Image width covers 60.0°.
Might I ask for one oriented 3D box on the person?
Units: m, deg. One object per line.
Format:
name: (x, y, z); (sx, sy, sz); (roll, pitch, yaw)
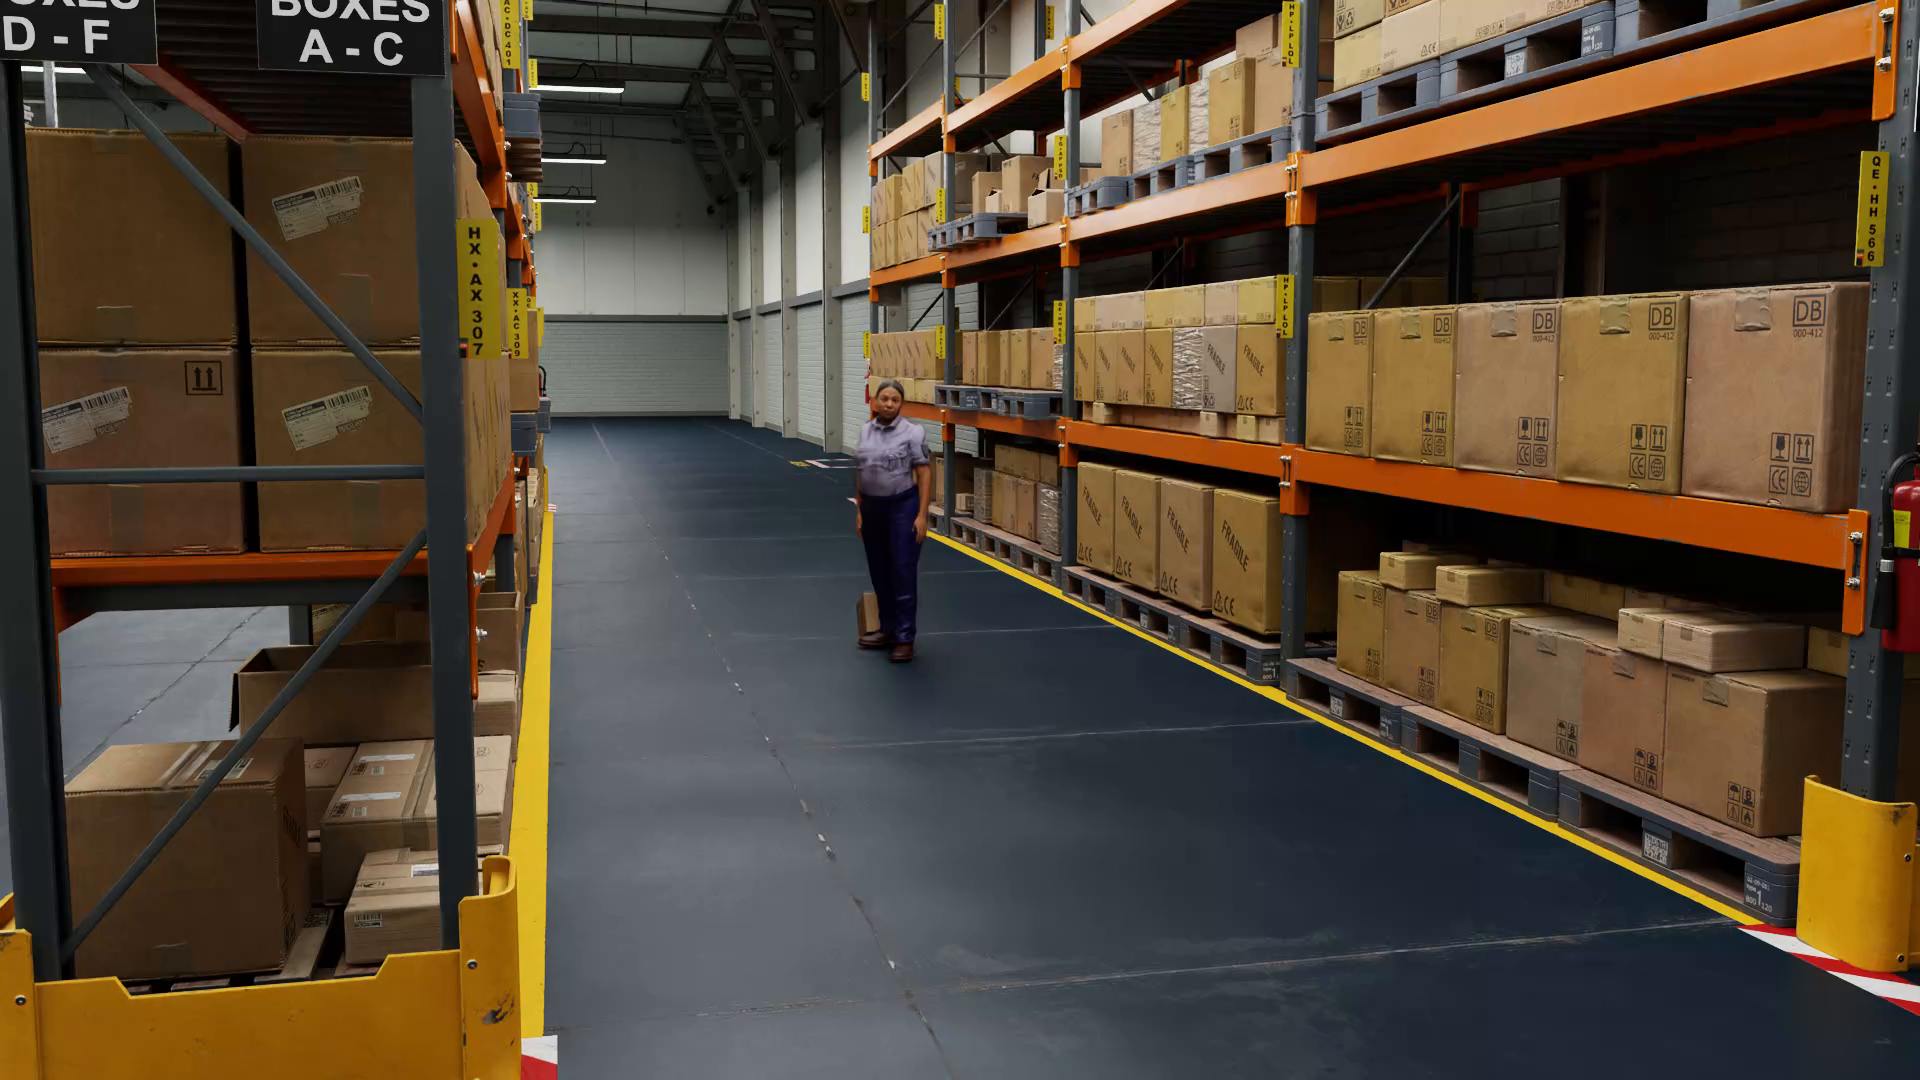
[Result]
person: (-0.426, -0.139, 9.940); (0.531, 1.647, 0.526); (4, 7, 33)
